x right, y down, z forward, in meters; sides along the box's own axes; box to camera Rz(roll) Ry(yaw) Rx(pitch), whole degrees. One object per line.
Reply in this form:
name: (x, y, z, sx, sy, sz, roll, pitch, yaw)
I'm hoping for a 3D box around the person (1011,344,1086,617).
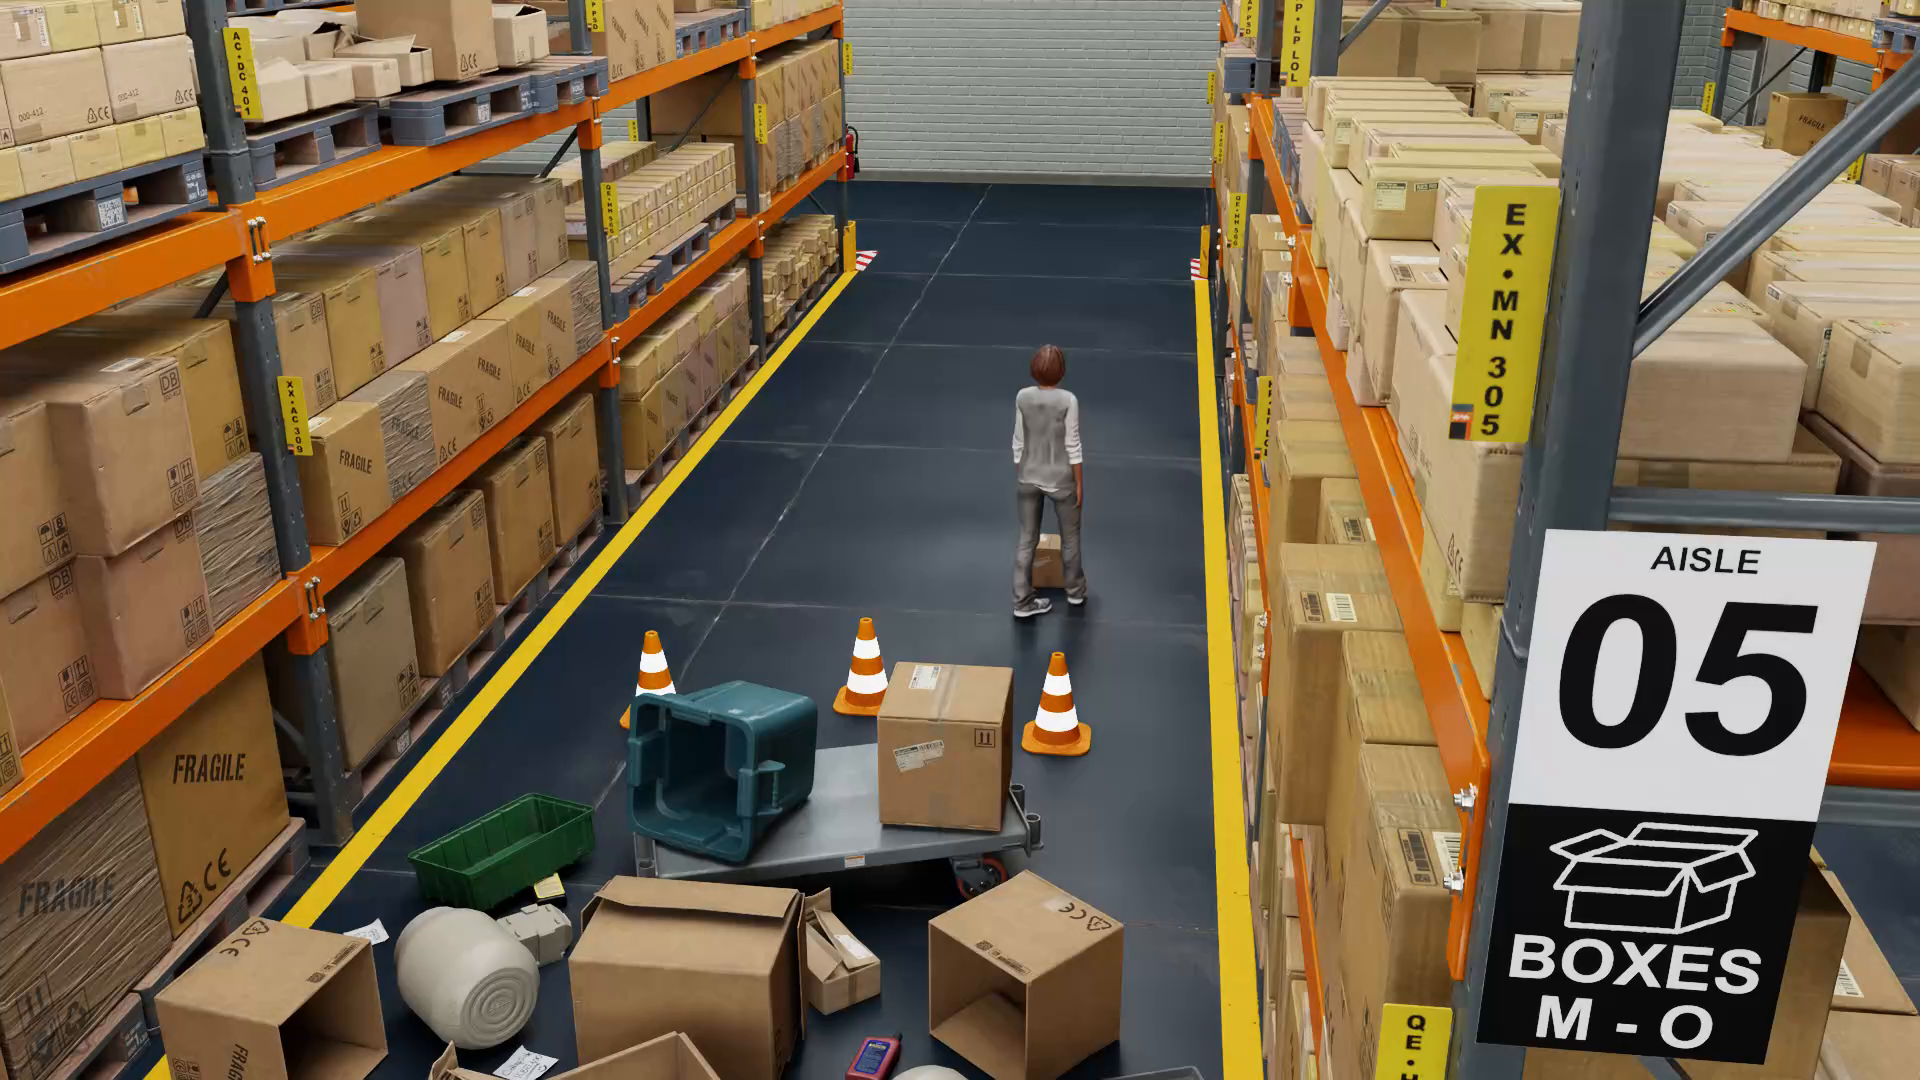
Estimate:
person: (0.531, -0.306, 9.513, 0.425, 1.489, 0.574, 8, 23, 19)
